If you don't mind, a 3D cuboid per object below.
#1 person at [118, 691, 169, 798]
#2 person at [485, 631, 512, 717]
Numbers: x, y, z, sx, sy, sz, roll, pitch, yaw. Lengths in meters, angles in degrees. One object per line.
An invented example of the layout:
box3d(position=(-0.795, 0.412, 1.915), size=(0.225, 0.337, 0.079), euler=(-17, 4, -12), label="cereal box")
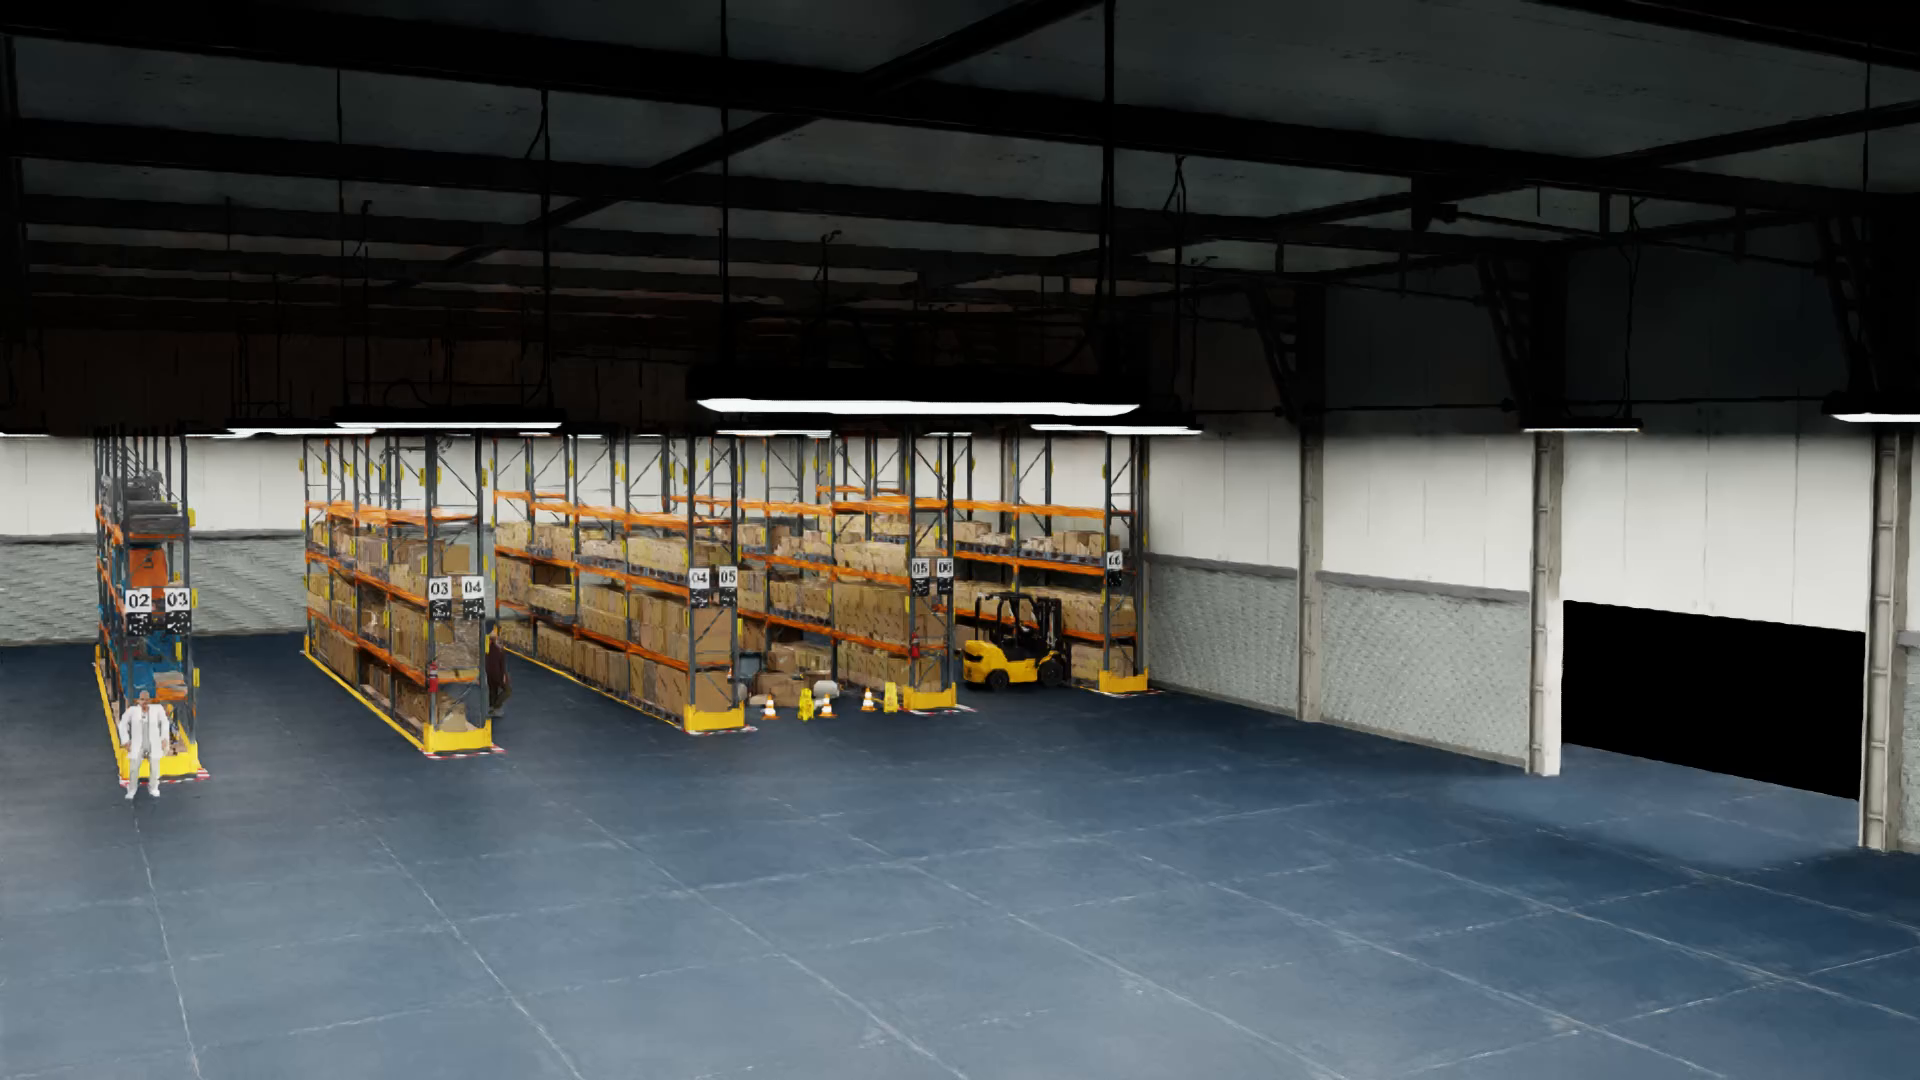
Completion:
box3d(position=(-13.022, 3.252, 26.546), size=(0.729, 1.733, 0.546), euler=(-2, 4, -30), label="person")
box3d(position=(-9.557, 2.758, 34.256), size=(0.635, 1.778, 0.514), euler=(2, 4, 33), label="person")
